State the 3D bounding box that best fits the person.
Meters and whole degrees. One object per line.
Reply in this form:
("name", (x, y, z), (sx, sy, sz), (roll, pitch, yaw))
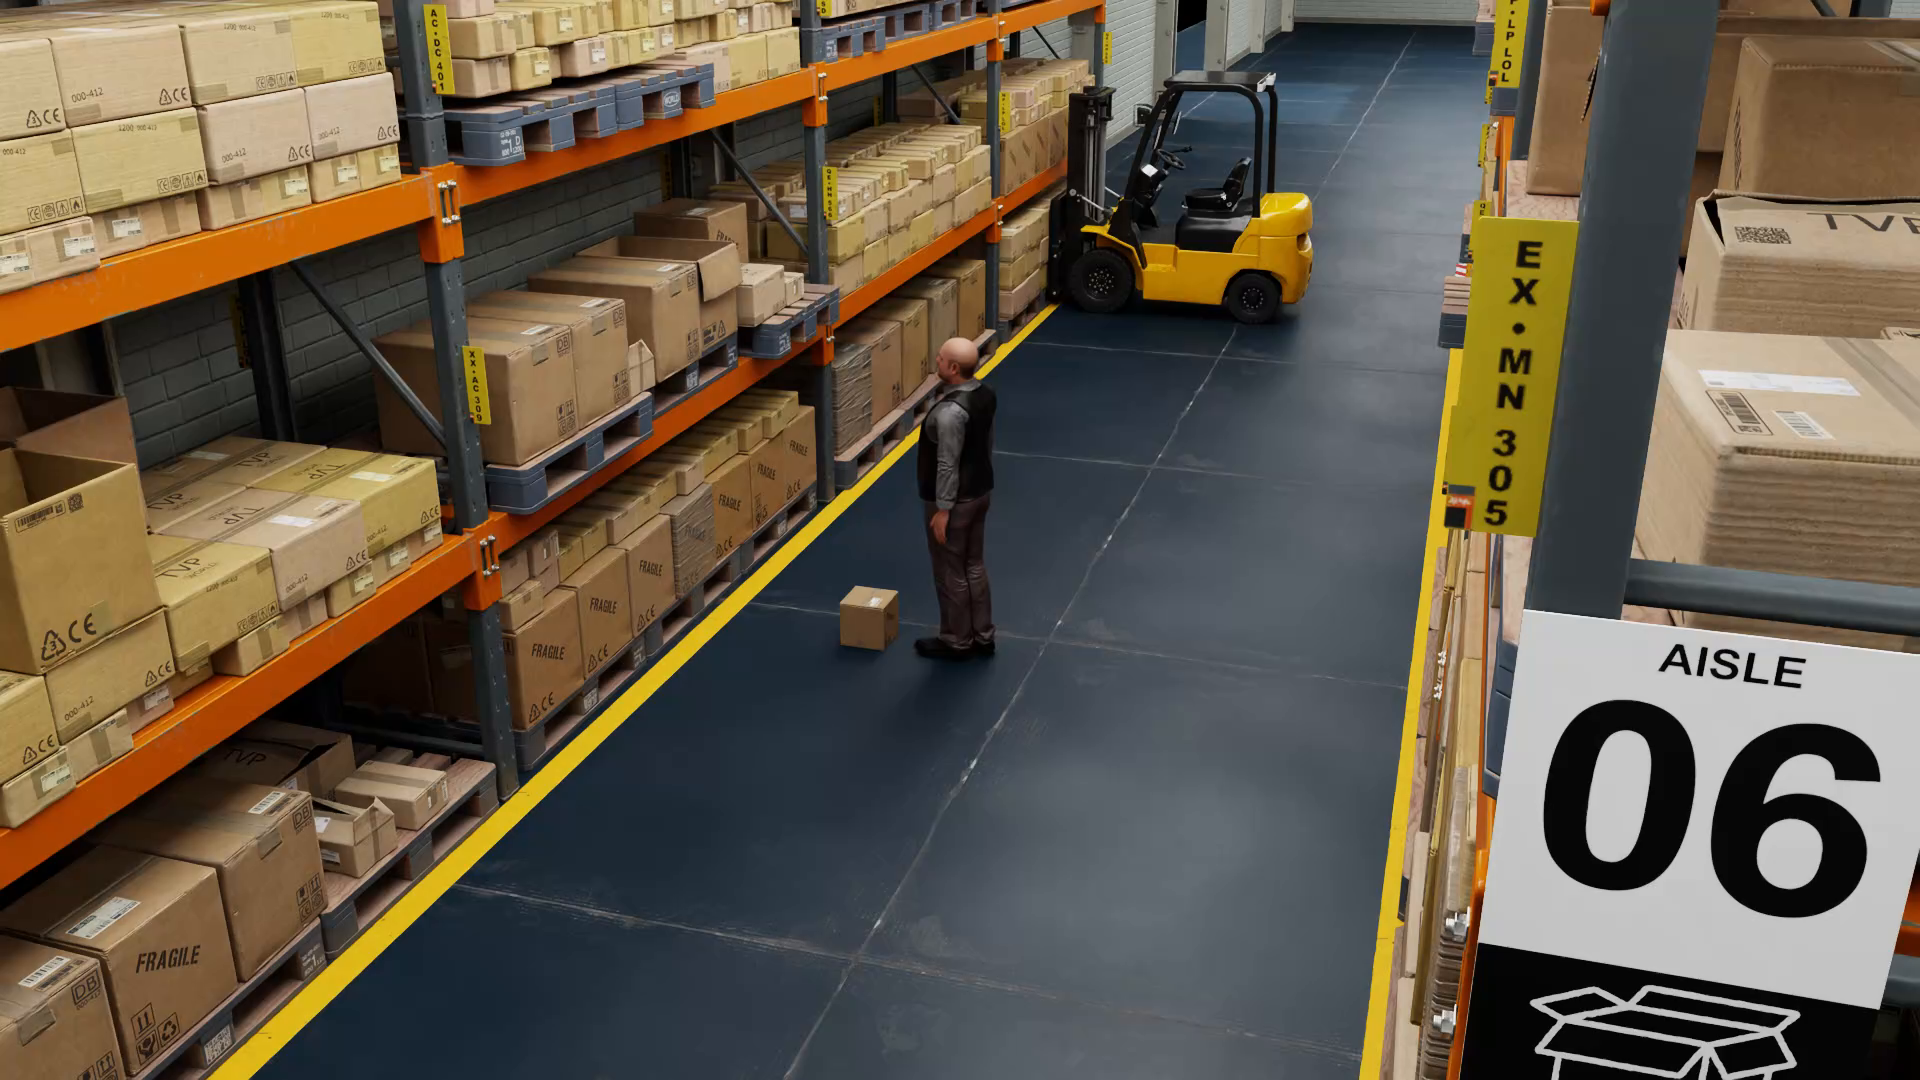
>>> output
("person", (-0.015, -0.177, 8.645), (0.408, 1.635, 0.565), (10, 24, 24))
